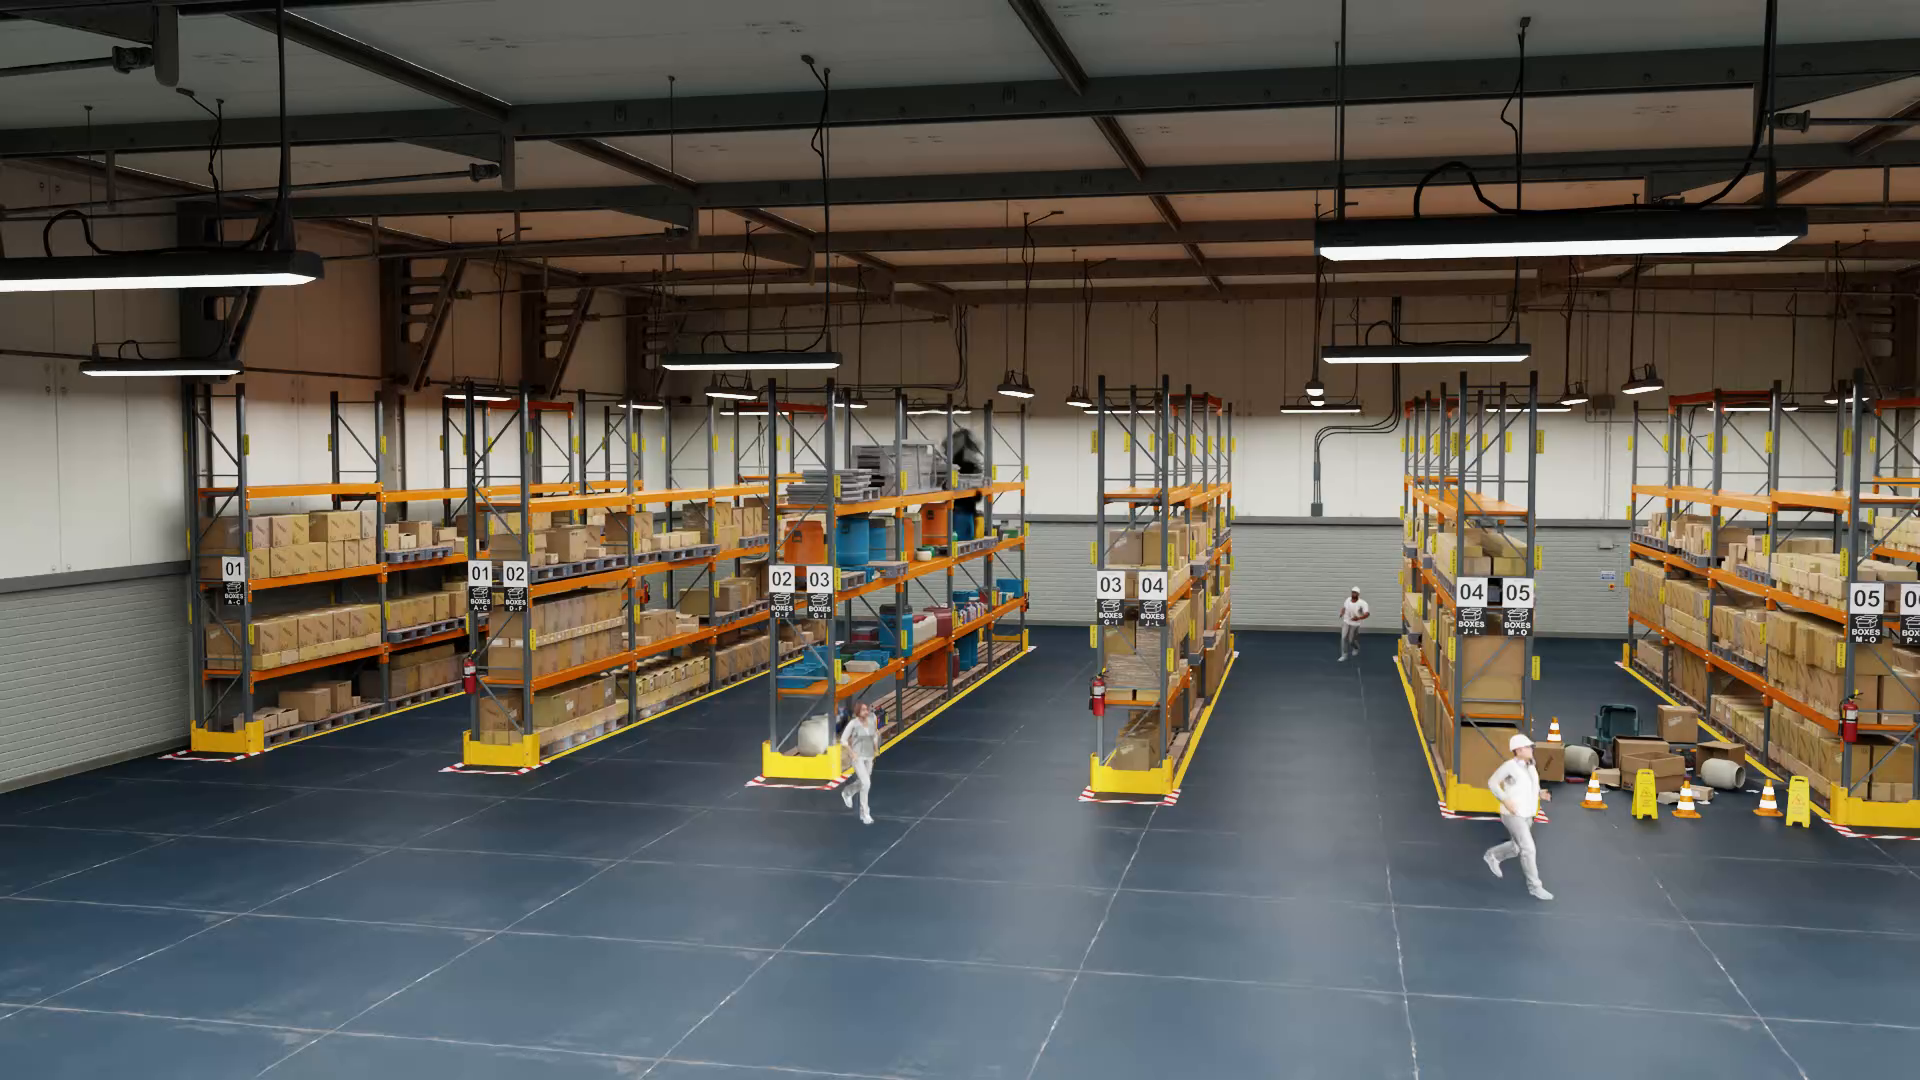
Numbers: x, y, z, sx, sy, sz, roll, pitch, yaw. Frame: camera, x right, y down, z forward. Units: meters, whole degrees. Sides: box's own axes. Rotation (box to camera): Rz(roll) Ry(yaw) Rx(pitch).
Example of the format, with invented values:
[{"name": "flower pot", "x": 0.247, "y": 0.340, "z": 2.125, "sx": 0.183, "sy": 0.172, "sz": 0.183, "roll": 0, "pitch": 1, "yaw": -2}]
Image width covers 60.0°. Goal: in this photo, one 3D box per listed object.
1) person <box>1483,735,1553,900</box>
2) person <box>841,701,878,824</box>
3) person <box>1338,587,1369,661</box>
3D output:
[{"name": "person", "x": 6.222, "y": 3.040, "z": 18.531, "sx": 0.664, "sy": 1.754, "sz": 0.968, "roll": -3, "pitch": 4, "yaw": -39}, {"name": "person", "x": -1.359, "y": 2.941, "z": 22.231, "sx": 0.525, "sy": 1.609, "sz": 0.732, "roll": -3, "pitch": 4, "yaw": -39}, {"name": "person", "x": 9.174, "y": 1.944, "z": 38.664, "sx": 0.775, "sy": 1.724, "sz": 0.745, "roll": -3, "pitch": 5, "yaw": -45}]
